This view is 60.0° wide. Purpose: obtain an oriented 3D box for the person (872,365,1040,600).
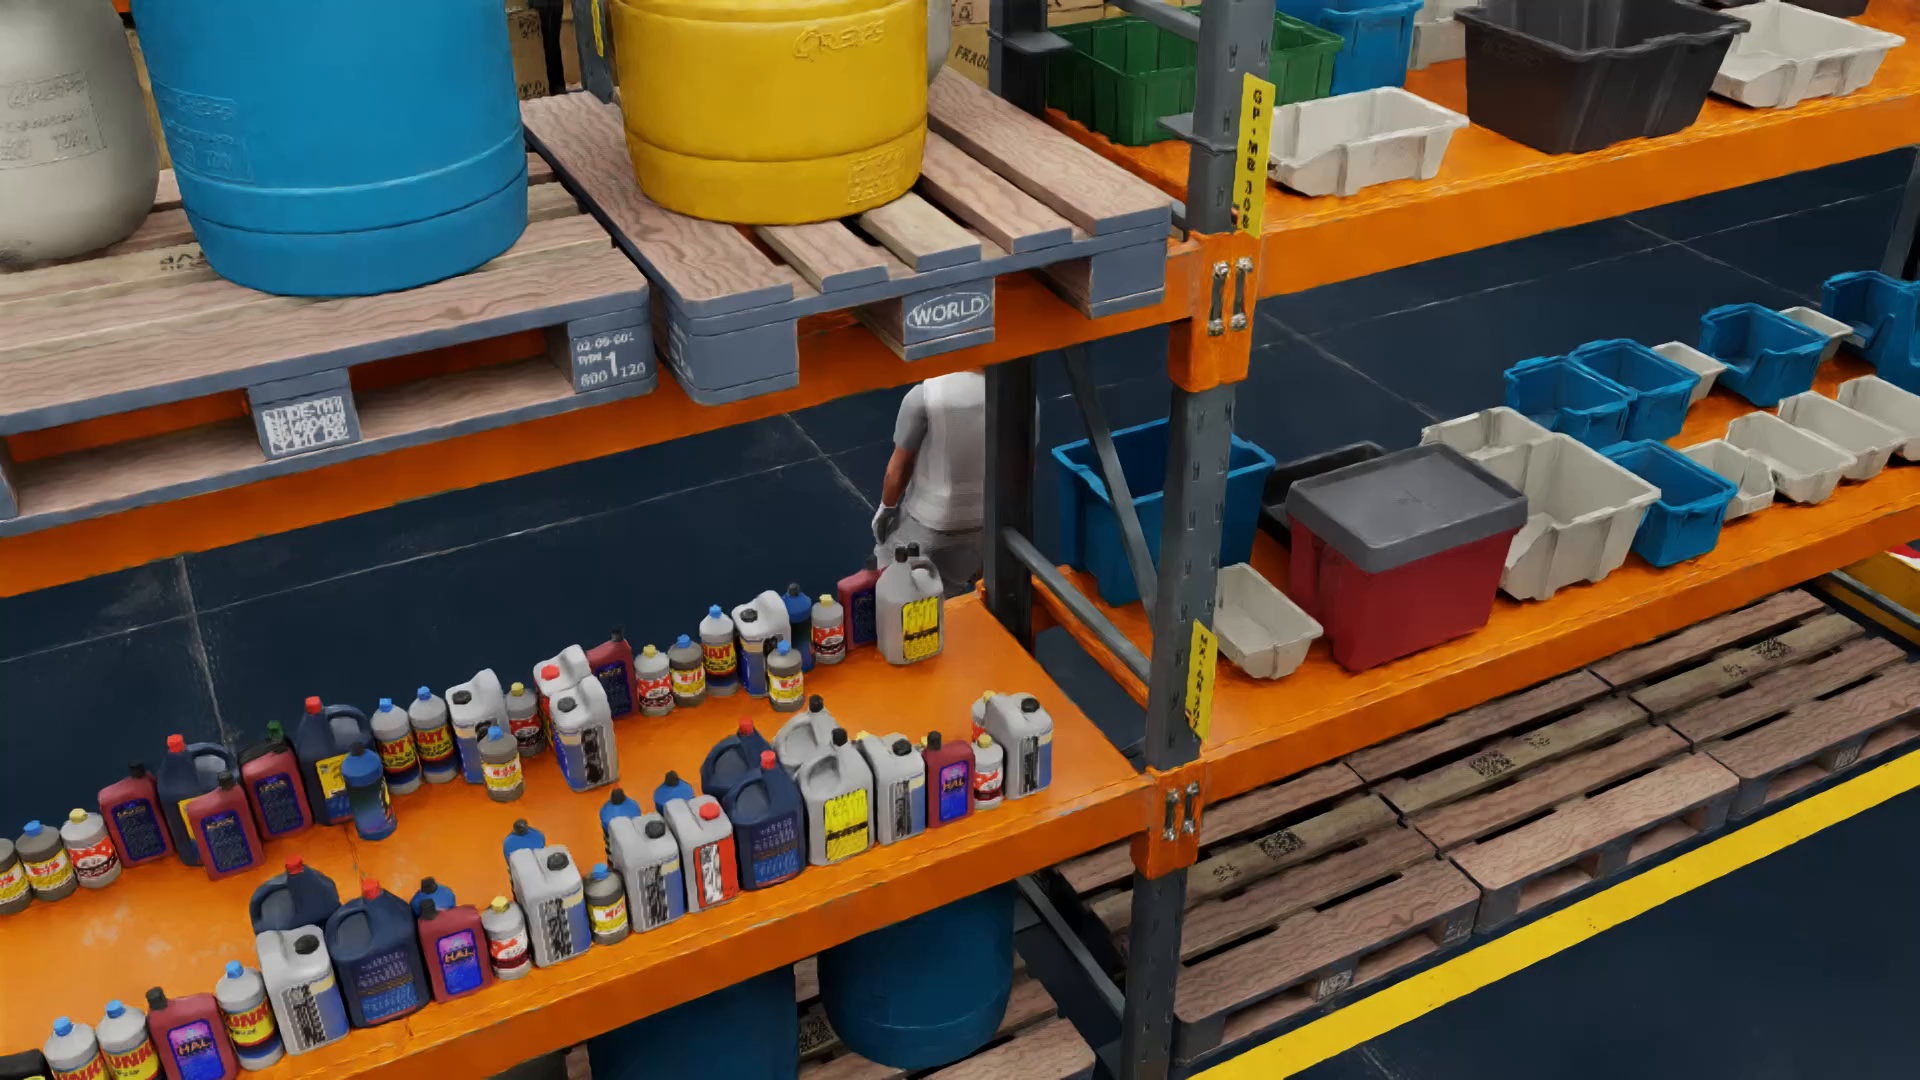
[{"bbox_3d":[-0.028,-0.108,6.319,0.605,1.758,0.539,-13,35,-19],"label":"person"}]
